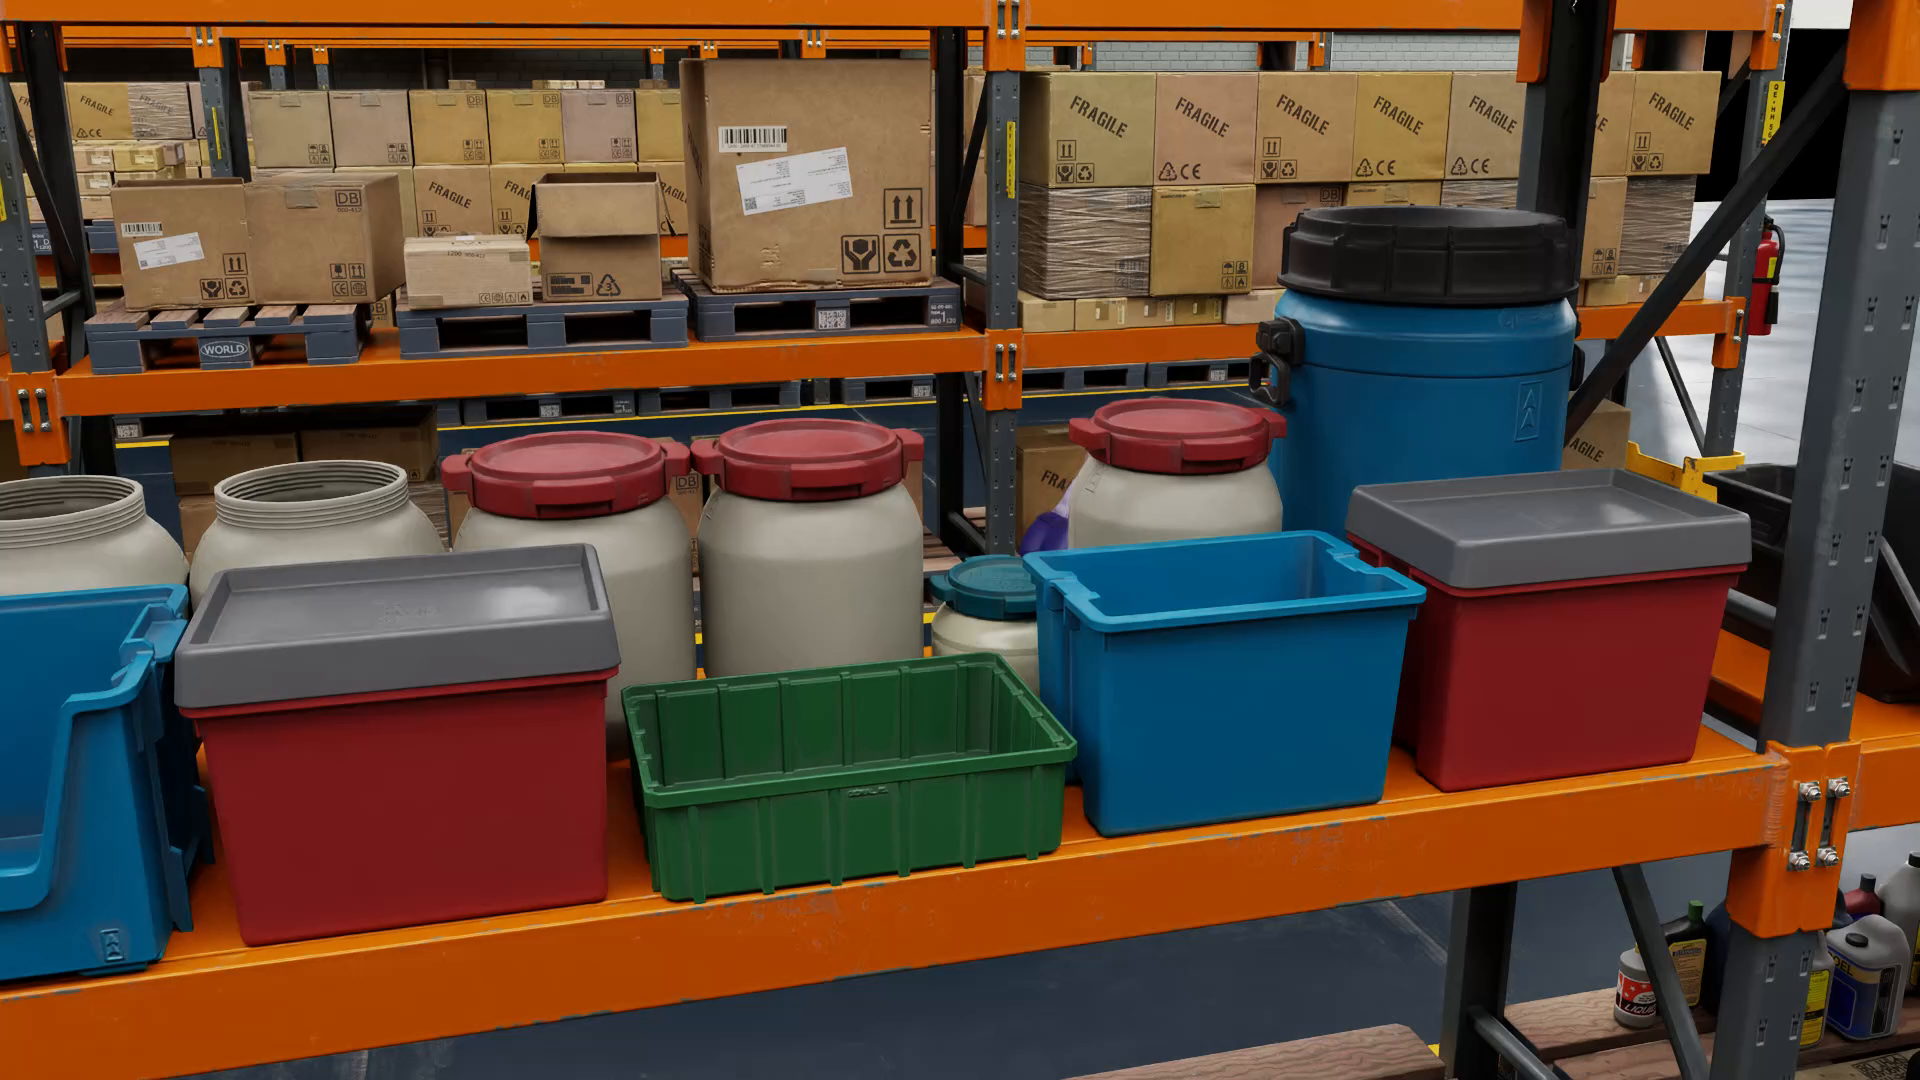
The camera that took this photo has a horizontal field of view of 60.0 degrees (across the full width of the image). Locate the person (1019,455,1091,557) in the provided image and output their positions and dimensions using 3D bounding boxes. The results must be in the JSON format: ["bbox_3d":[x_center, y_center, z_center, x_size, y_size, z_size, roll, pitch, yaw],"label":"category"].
[{"bbox_3d":[0.618,0.054,6.943,0.785,1.060,0.535,-10,19,-31],"label":"person"}]
